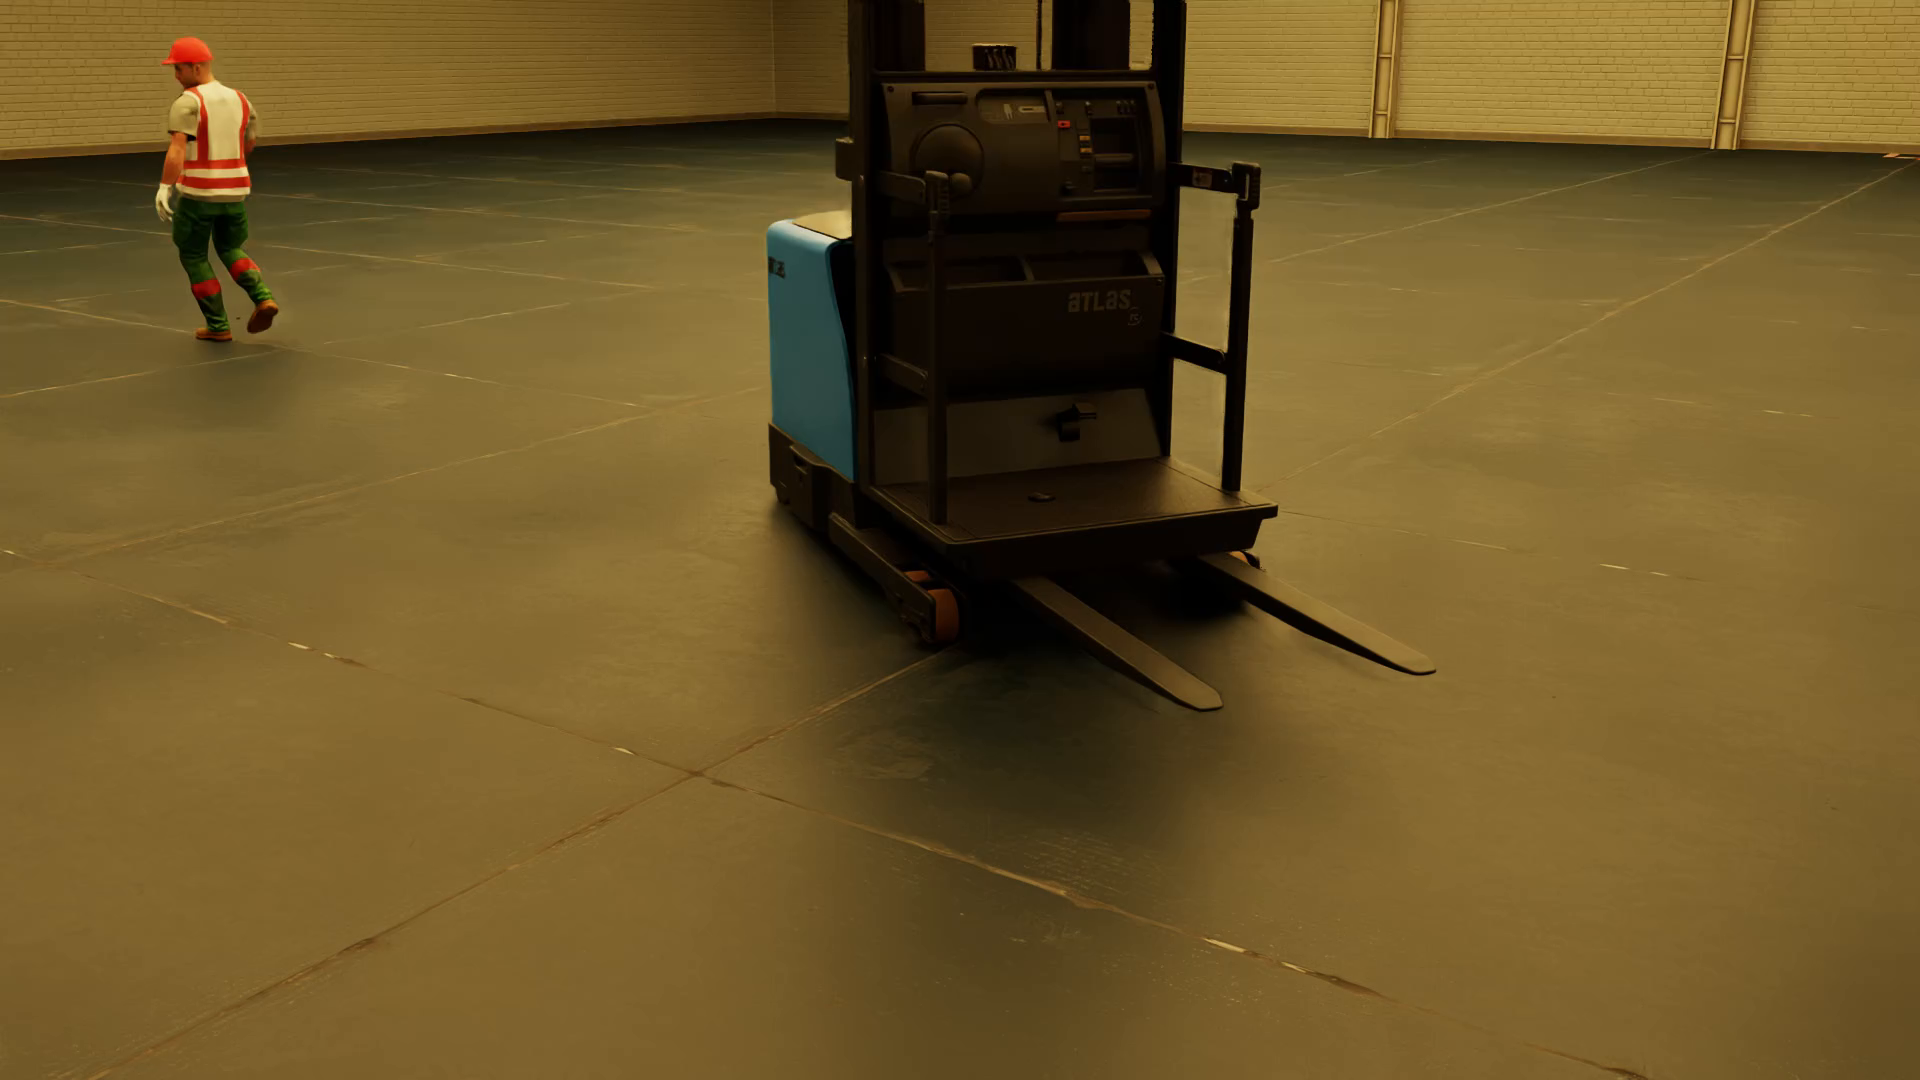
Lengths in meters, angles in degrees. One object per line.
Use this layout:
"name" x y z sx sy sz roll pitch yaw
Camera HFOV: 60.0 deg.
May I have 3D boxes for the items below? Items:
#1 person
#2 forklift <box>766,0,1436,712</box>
"person" -4.405 -2.020 9.677 0.564 1.734 0.739 12 20 35
"forklift" 0.291 -1.234 4.959 1.130 2.935 3.031 -7 18 -21
